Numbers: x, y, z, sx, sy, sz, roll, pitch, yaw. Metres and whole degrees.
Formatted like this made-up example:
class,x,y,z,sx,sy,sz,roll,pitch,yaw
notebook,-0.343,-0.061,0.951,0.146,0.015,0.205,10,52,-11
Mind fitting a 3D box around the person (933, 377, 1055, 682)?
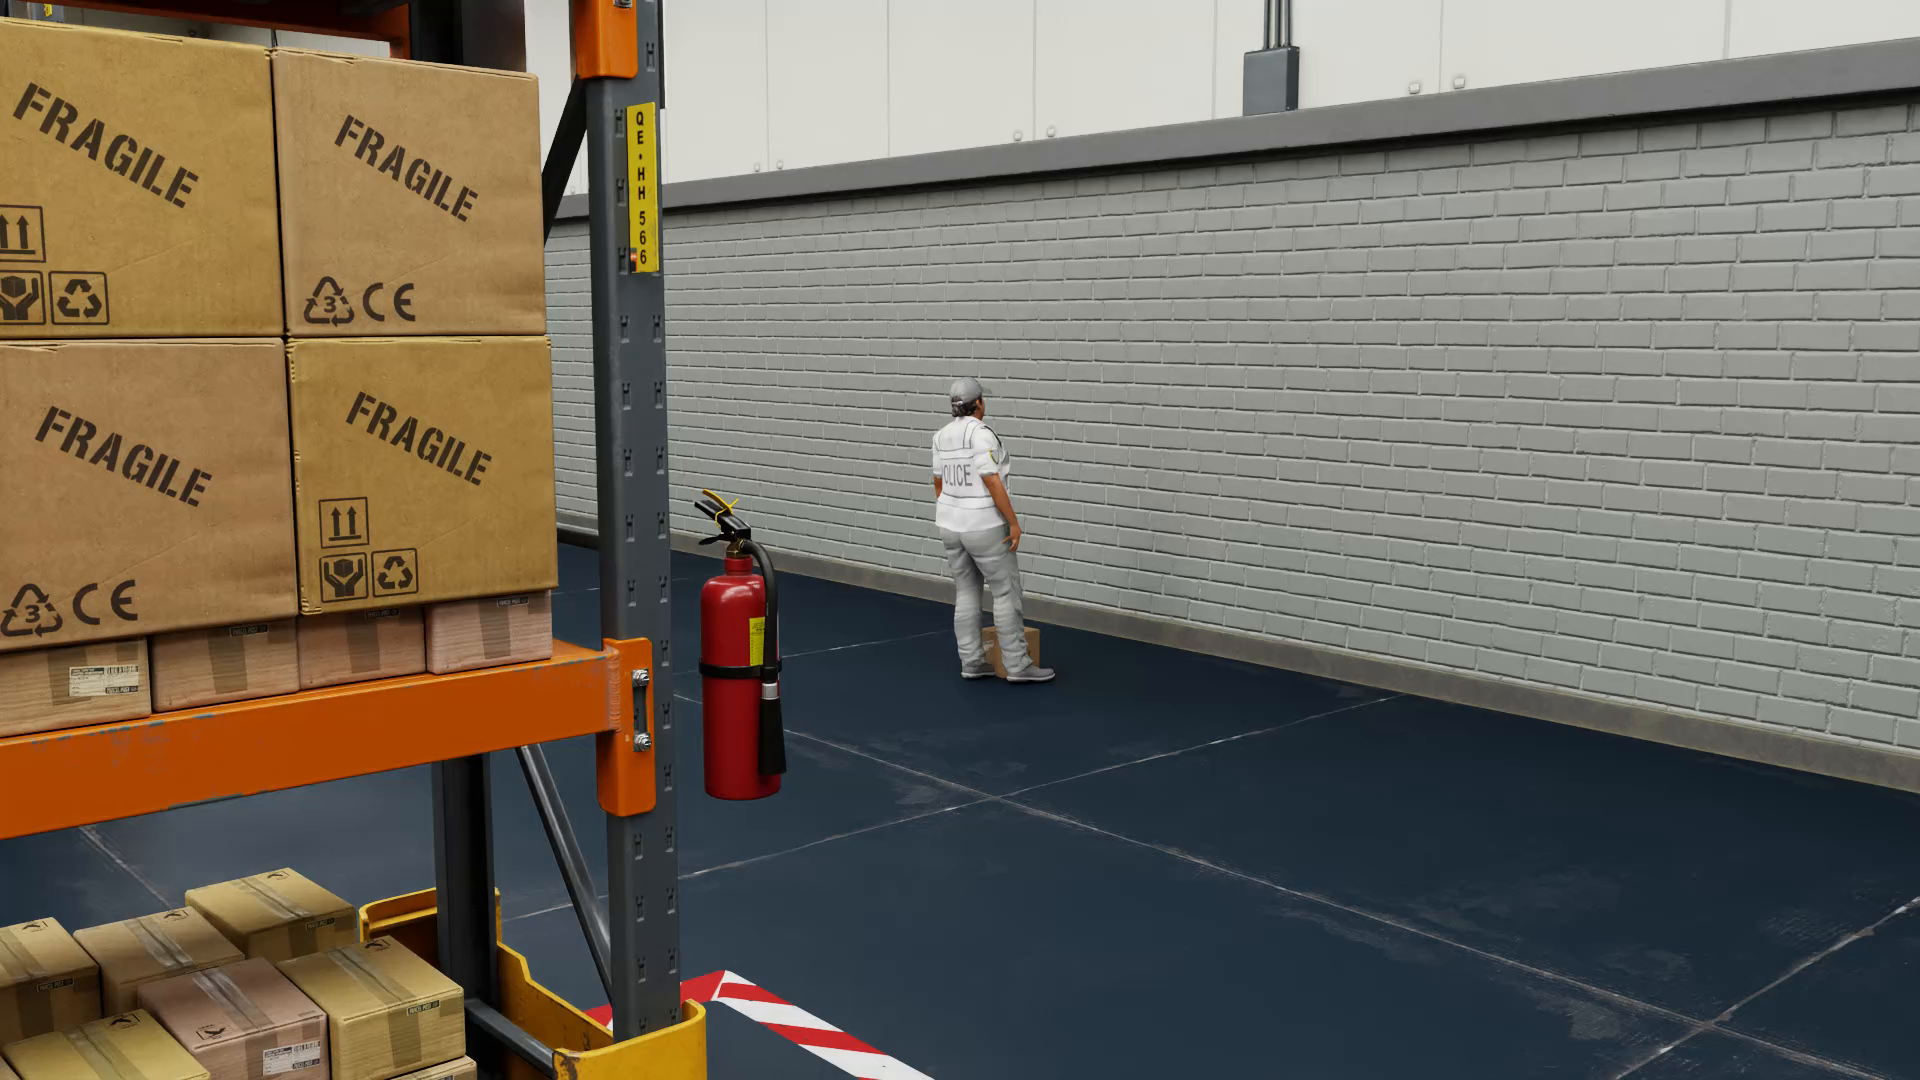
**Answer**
class,x,y,z,sx,sy,sz,roll,pitch,yaw
person,0.161,-0.062,9.163,0.529,1.671,0.599,-7,10,-41
